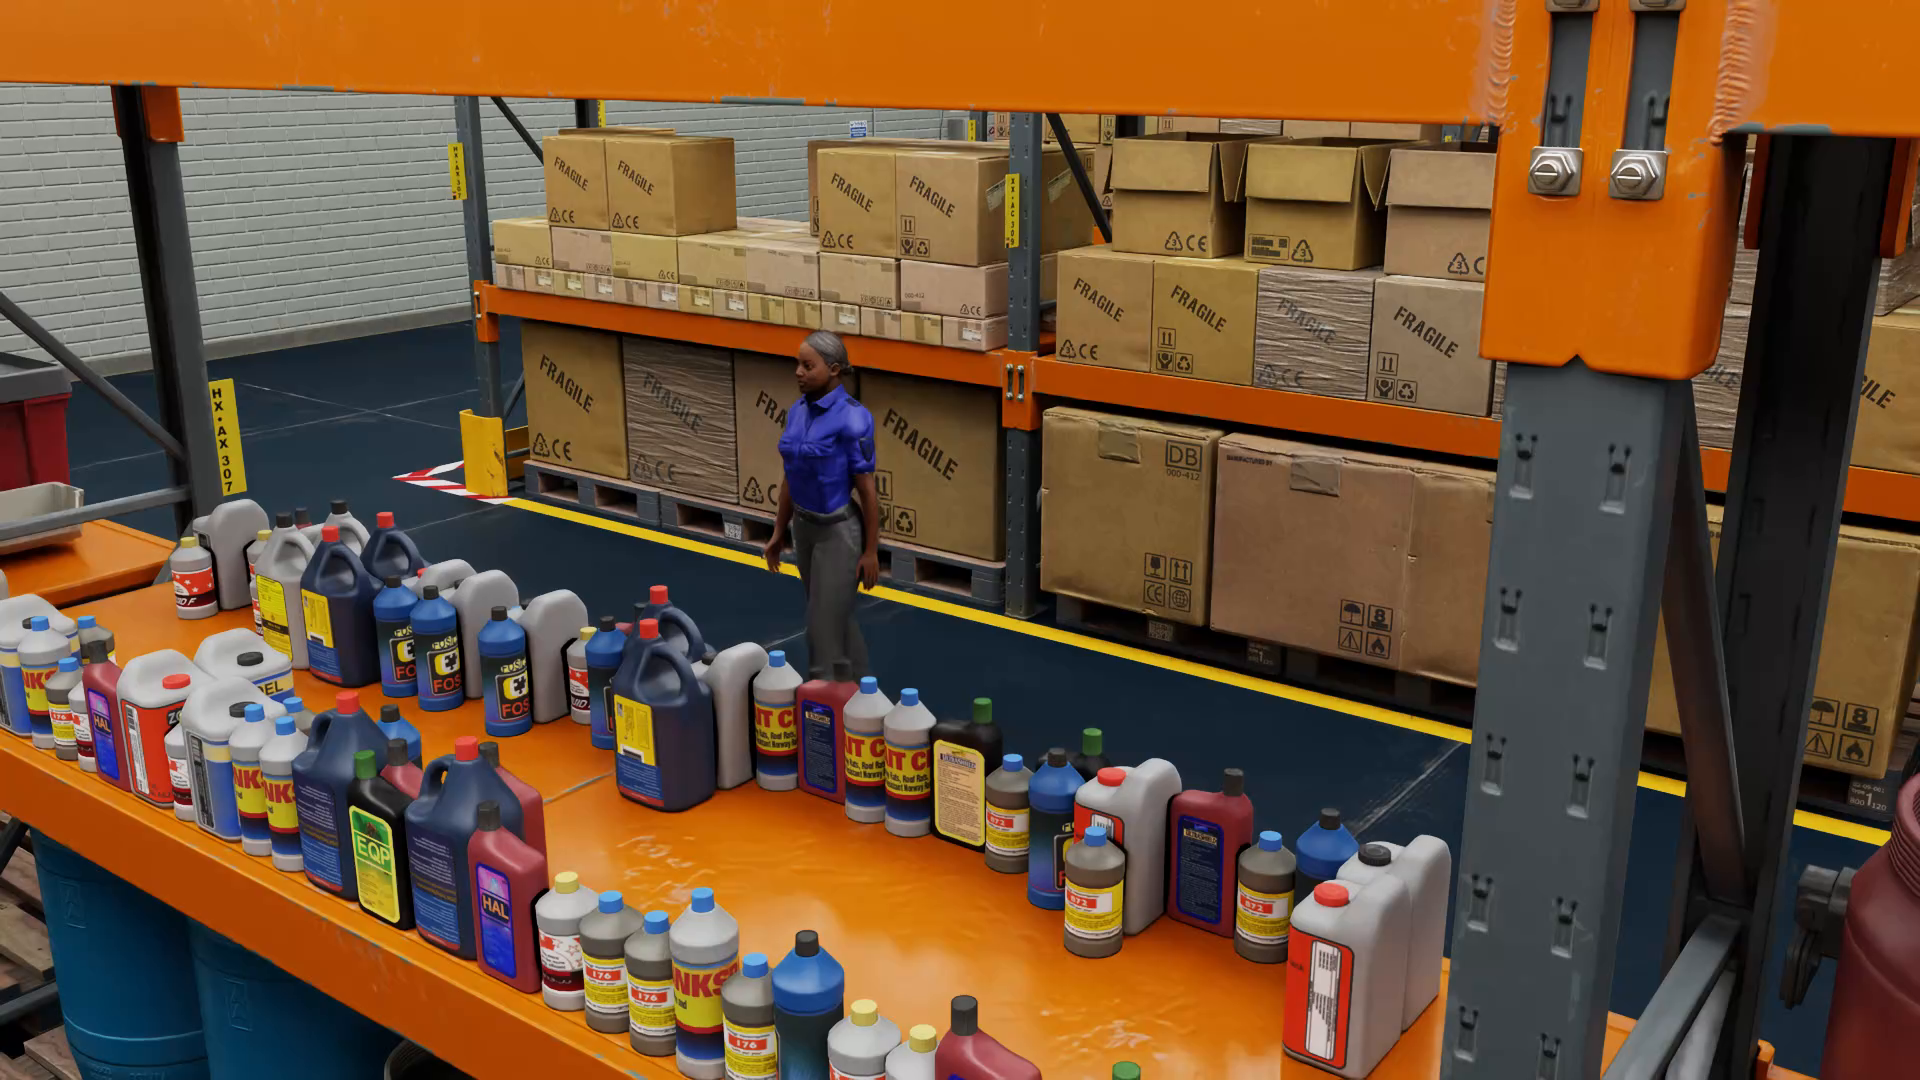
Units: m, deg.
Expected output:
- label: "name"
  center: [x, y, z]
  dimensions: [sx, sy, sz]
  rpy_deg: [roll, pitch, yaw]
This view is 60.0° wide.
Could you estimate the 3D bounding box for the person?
- label: "person"
  center: [-0.563, 0.036, 6.434]
  dimensions: [0.576, 1.687, 0.485]
  rpy_deg: [-12, 21, -36]
